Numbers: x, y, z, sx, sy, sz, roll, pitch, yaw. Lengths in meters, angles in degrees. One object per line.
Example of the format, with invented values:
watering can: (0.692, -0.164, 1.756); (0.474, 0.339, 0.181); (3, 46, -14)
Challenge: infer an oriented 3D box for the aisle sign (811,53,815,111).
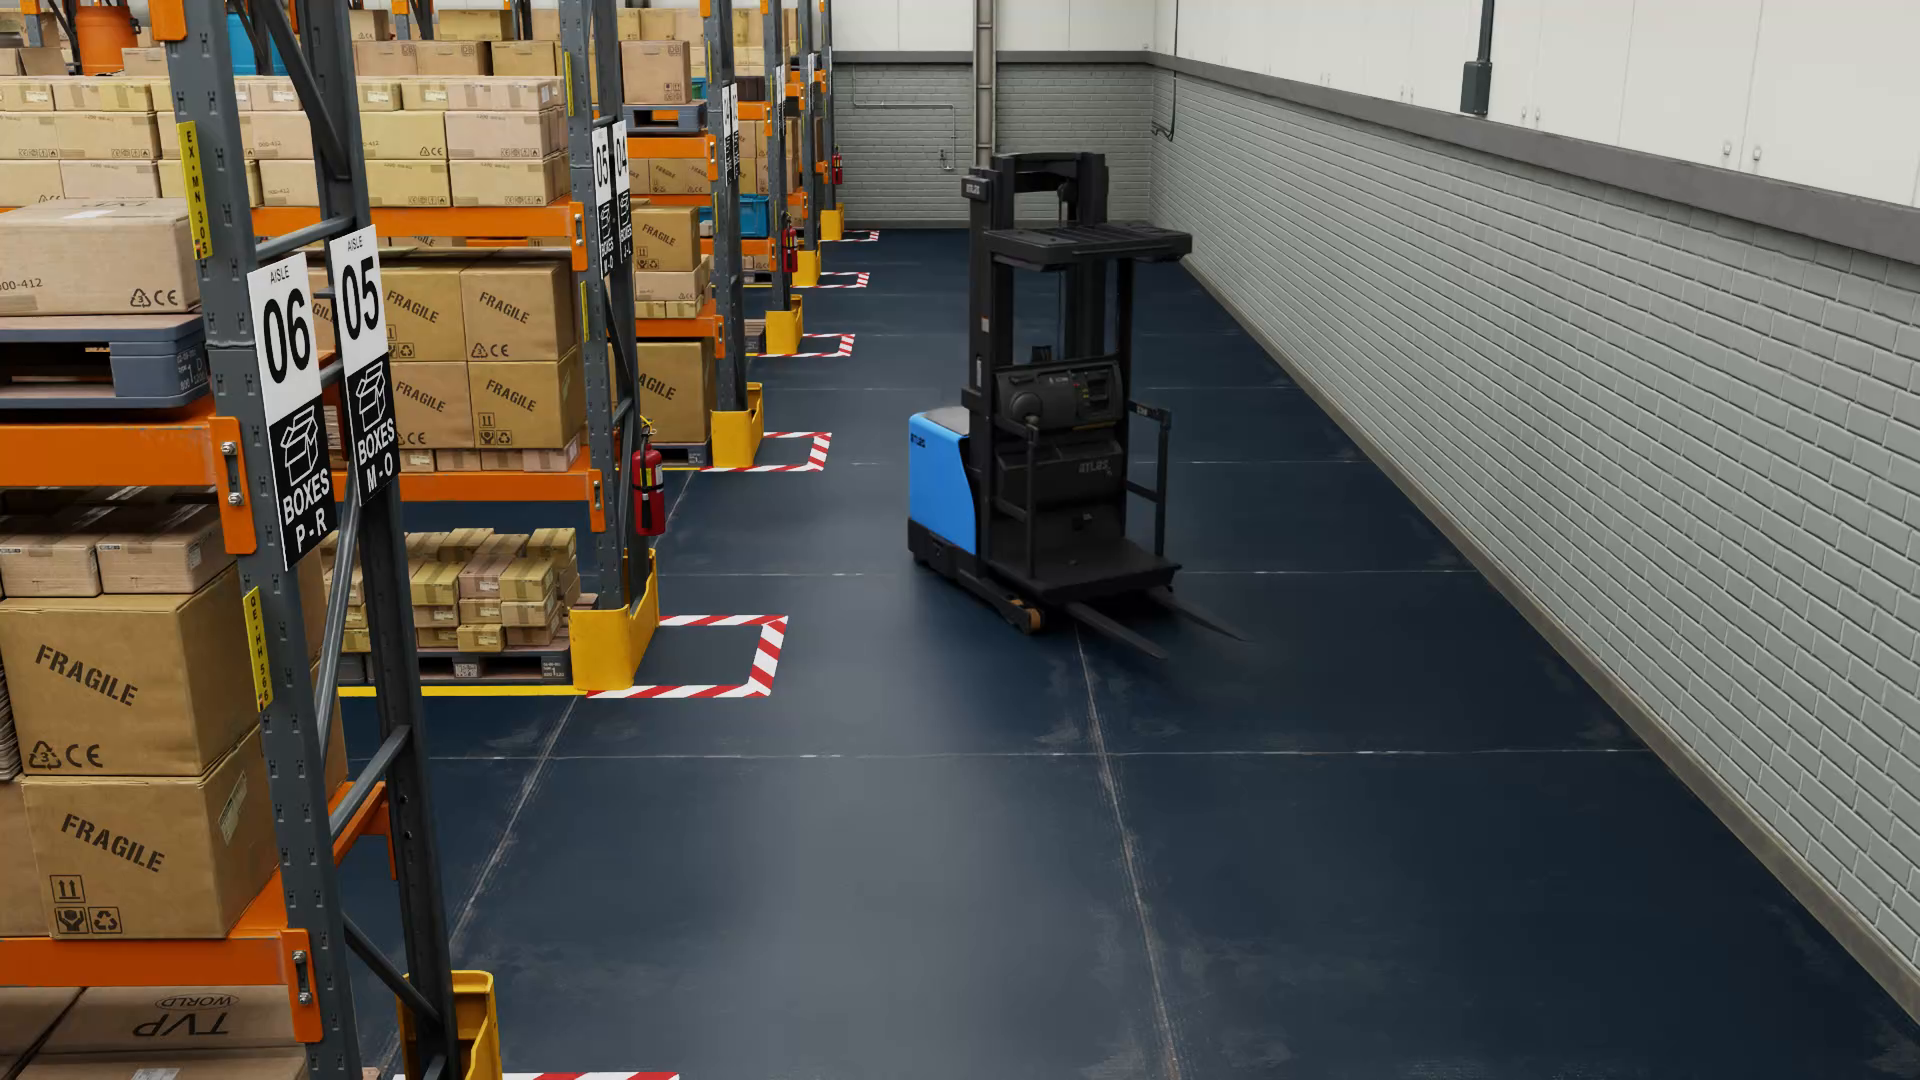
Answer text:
aisle sign: (-2.113, -6.589, 23.922); (0.004, 0.787, 0.394); (0, 18, -1)

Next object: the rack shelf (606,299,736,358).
rack shelf: (-4.024, -1.884, 14.687); (4.000, 0.370, 1.077); (0, 18, -1)

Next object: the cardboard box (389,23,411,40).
cardboard box: (-8.014, -6.979, 23.466); (0.600, 0.600, 0.600); (-1, 18, -3)

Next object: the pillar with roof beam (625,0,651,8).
pillar with roof beam: (-5.504, -8.565, 24.514); (0.400, 9.000, 9.100); (0, 18, -1)

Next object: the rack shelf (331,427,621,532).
rack shelf: (-4.046, -0.368, 9.963); (4.000, 0.370, 1.077); (0, 18, -1)

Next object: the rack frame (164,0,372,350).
rack frame: (-1.867, -2.066, 4.256); (0.127, 3.000, 1.000); (0, 18, -1)

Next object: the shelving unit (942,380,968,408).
shelving unit: (-0.034, -0.580, 12.392); (0.189, 1.200, 0.258); (-1, 18, -2)

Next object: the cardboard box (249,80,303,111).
cardboard box: (-3.655, -2.418, 9.037); (0.250, 0.149, 0.380); (0, 18, 0)

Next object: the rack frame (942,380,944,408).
rack frame: (-0.125, -0.579, 12.389); (0.006, 1.200, 0.240); (-1, 18, -2)

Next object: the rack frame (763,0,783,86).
rack frame: (-2.102, -6.605, 18.406); (0.127, 3.000, 1.000); (0, 18, -1)

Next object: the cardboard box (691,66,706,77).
cardboard box: (-3.686, -6.530, 23.328); (0.500, 0.250, 0.500); (0, 18, -1)

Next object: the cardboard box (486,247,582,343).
cardboard box: (-2.500, -1.465, 9.916); (0.500, 0.500, 0.500); (0, 18, -1)

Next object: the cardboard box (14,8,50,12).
cardboard box: (-15.304, -8.587, 27.662); (0.500, 0.500, 0.500); (1, 18, 2)

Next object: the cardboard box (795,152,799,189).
cardboard box: (-2.624, -5.388, 24.268); (0.500, 0.500, 0.500); (0, 18, 0)

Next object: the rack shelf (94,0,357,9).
rack shelf: (-12.257, -9.050, 27.860); (4.000, 0.370, 1.077); (0, 18, -1)

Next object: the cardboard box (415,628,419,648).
cardboard box: (-3.337, 0.515, 10.010); (0.250, 0.149, 0.380); (0, 18, 0)

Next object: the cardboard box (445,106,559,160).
cardboard box: (-2.503, -2.236, 9.123); (0.500, 0.250, 0.500); (-1, 18, -3)

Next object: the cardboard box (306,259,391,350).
cardboard box: (-3.527, -1.300, 9.402); (0.500, 0.500, 0.500); (1, 18, 2)

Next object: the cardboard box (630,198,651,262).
cardboard box: (-3.008, -2.741, 14.712); (0.500, 0.500, 0.500); (-1, 18, -2)

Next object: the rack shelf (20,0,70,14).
rack shelf: (-12.101, -6.024, 18.427); (4.000, 0.370, 1.077); (0, 18, -1)

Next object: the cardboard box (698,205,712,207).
cardboard box: (-4.493, -5.740, 28.936); (0.500, 0.500, 0.700); (0, 18, 0)

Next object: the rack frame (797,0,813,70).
rack frame: (-2.176, -8.118, 23.123); (0.127, 3.000, 1.000); (0, 18, -1)

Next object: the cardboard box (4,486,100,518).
cardboard box: (-2.749, -0.135, 5.197); (0.250, 0.149, 0.380); (0, 18, 1)

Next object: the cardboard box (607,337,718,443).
cardboard box: (-2.662, -1.397, 14.782); (0.875, 0.875, 0.875); (0, 18, -1)

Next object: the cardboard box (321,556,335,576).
cardboard box: (-3.874, 0.225, 9.942); (0.250, 0.149, 0.380); (-1, 18, -3)

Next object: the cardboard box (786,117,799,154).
cardboard box: (-2.624, -5.864, 24.115); (0.500, 0.500, 0.500); (0, 18, 1)

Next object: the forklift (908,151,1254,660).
forklift: (0.759, -0.949, 10.708); (1.130, 2.935, 3.031); (-9, 20, -27)

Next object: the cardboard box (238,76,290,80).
cardboard box: (-3.927, -2.575, 9.527); (0.250, 0.149, 0.380); (0, 18, 1)

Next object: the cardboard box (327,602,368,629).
cardboard box: (-3.607, 0.394, 9.900); (0.250, 0.149, 0.380); (0, 18, 0)

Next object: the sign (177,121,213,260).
sign: (-1.873, -0.856, 4.074); (0.005, 0.325, 0.100); (0, 18, -1)

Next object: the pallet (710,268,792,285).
pallet: (-3.050, -3.929, 24.451); (1.213, 0.211, 1.003); (0, 18, -1)

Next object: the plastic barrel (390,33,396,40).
plastic barrel: (-6.632, -5.496, 18.950); (0.433, 0.535, 0.433); (0, 18, 0)

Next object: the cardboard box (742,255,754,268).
cardboard box: (-3.123, -4.070, 24.241); (0.250, 0.166, 0.380); (0, 18, -1)

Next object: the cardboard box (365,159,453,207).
cardboard box: (-3.007, -1.990, 9.175); (0.500, 0.250, 0.500); (0, 18, -1)

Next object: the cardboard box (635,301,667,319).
cardboard box: (-2.635, -2.012, 14.321); (0.250, 0.149, 0.380); (0, 18, 0)

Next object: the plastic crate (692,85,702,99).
plastic crate: (-3.084, -4.984, 18.610); (0.336, 0.188, 0.450); (0, 18, -1)

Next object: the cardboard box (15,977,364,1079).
cardboard box: (-2.526, 1.844, 5.394); (0.875, 0.438, 0.875); (-1, 18, -3)

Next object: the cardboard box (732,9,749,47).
cardboard box: (-3.191, -7.230, 23.463); (0.500, 0.500, 0.700); (0, 18, -1)

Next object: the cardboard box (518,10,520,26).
cardboard box: (-7.692, -8.826, 28.129); (0.500, 0.250, 0.500); (-1, 18, -3)

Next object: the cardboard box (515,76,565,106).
cardboard box: (-2.374, -2.573, 9.523); (0.250, 0.149, 0.380); (0, 18, -1)

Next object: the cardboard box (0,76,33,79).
cardboard box: (-5.473, -2.575, 9.529); (0.250, 0.149, 0.380); (0, 18, 1)

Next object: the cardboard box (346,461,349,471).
cardboard box: (-3.387, -0.517, 9.660); (0.250, 0.149, 0.380); (-1, 18, -3)

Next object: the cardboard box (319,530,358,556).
cardboard box: (-3.891, 0.065, 10.441); (0.250, 0.149, 0.380); (0, 18, 0)

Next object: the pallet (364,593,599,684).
pallet: (-2.935, 0.601, 10.330); (1.213, 0.211, 1.003); (0, 18, -1)

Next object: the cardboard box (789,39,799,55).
cardboard box: (-2.986, -8.294, 27.977); (0.500, 0.250, 0.500); (0, 18, 1)

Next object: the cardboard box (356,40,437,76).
cardboard box: (-4.704, -3.964, 14.067); (0.500, 0.500, 0.700); (1, 18, 2)

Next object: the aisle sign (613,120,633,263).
aisle sign: (-1.978, -2.050, 9.773); (0.004, 0.787, 0.394); (0, 18, -1)

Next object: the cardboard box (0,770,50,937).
cardboard box: (-2.848, 0.824, 4.904); (0.500, 0.500, 0.500); (-1, 18, -2)

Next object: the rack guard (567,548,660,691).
rack guard: (-2.123, 0.470, 10.264); (0.348, 0.500, 1.175); (0, 18, -1)
